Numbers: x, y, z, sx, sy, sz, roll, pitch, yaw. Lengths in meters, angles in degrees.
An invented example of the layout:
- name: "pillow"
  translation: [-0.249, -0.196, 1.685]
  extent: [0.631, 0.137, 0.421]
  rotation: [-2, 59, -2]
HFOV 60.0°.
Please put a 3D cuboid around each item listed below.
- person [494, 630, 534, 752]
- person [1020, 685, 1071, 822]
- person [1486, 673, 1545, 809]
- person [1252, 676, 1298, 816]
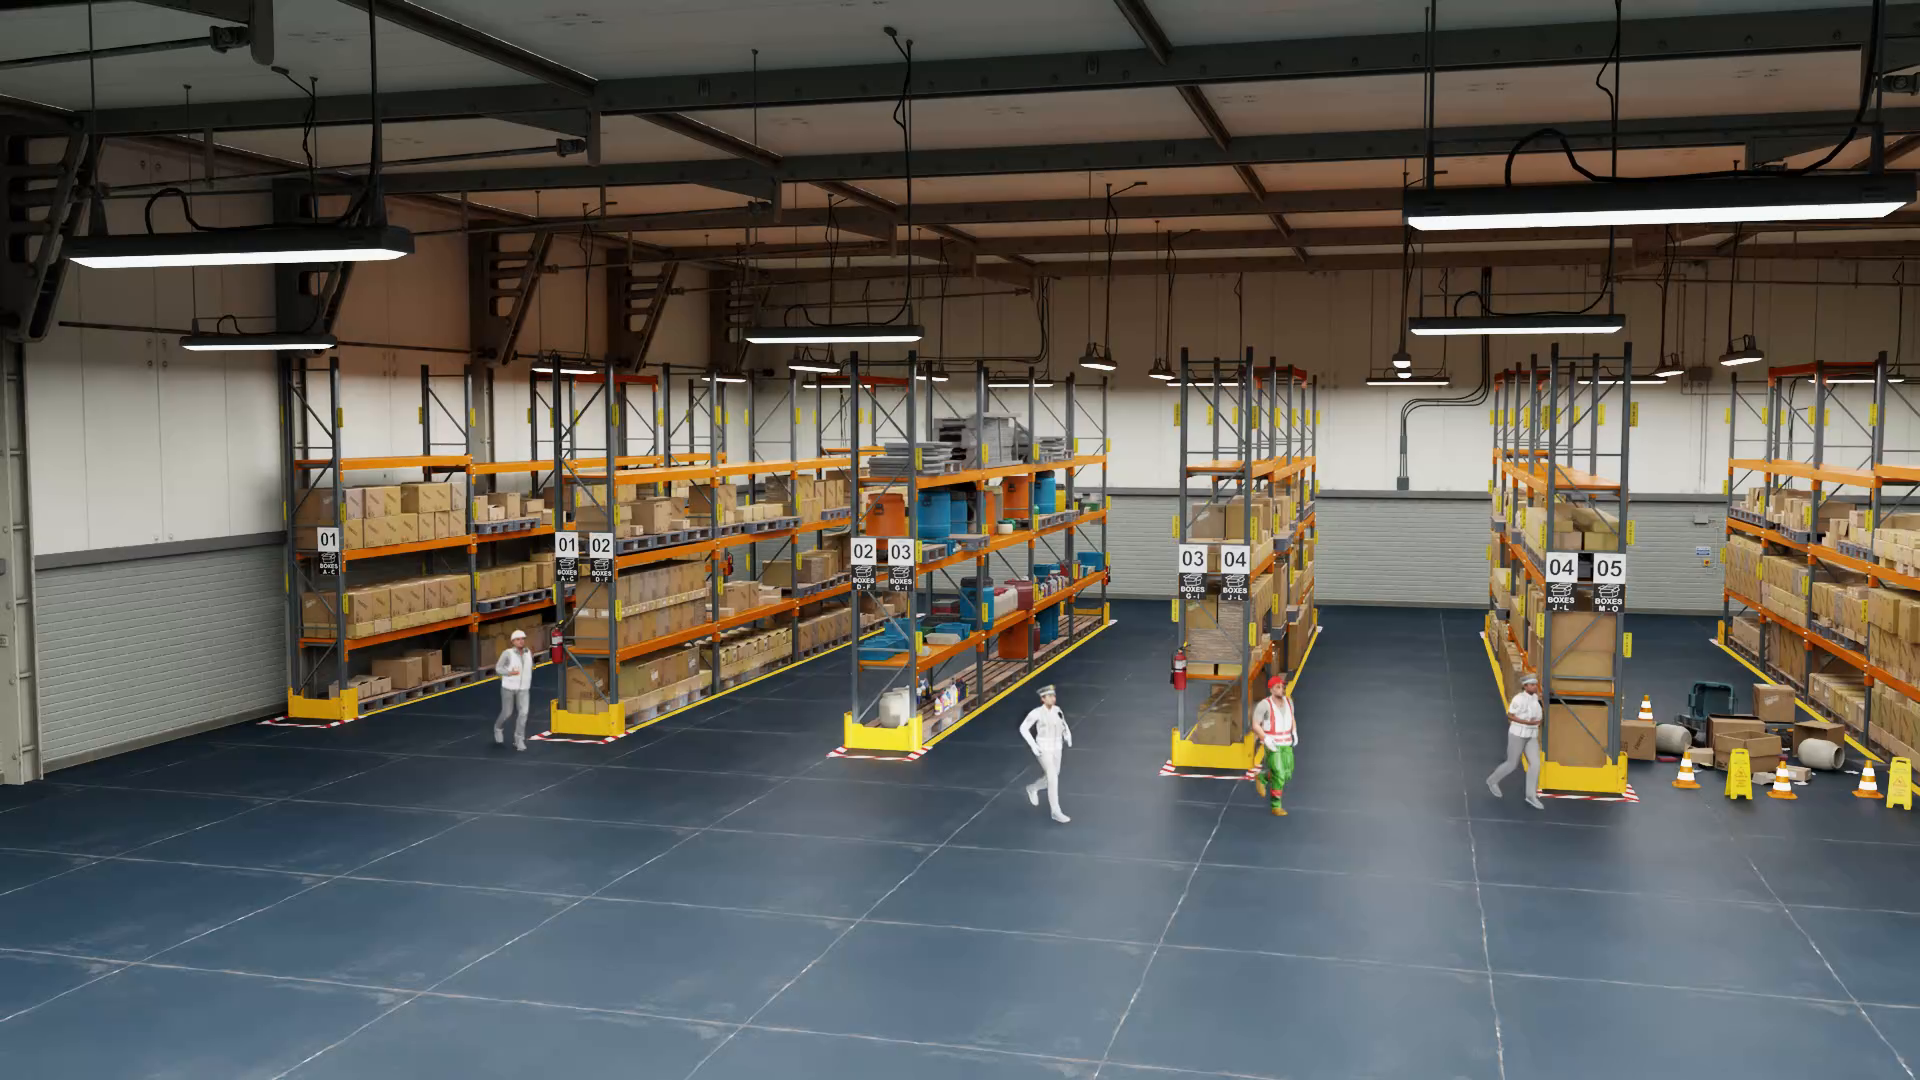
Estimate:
- name: "person"
  translation: [-6.749, 2.261, 25.302]
  extent: [0.668, 1.791, 0.882]
  rotation: [-3, 5, -35]
- name: "person"
  translation: [1.076, 2.629, 20.788]
  extent: [0.635, 1.669, 0.876]
  rotation: [-3, 5, -37]
- name: "person"
  translation: [7.319, 2.570, 21.634]
  extent: [0.590, 1.715, 0.856]
  rotation: [-2, 5, -29]
- name: "person"
  translation: [3.963, 2.584, 21.091]
  extent: [0.665, 1.763, 0.665]
  rotation: [-2, 5, -27]
